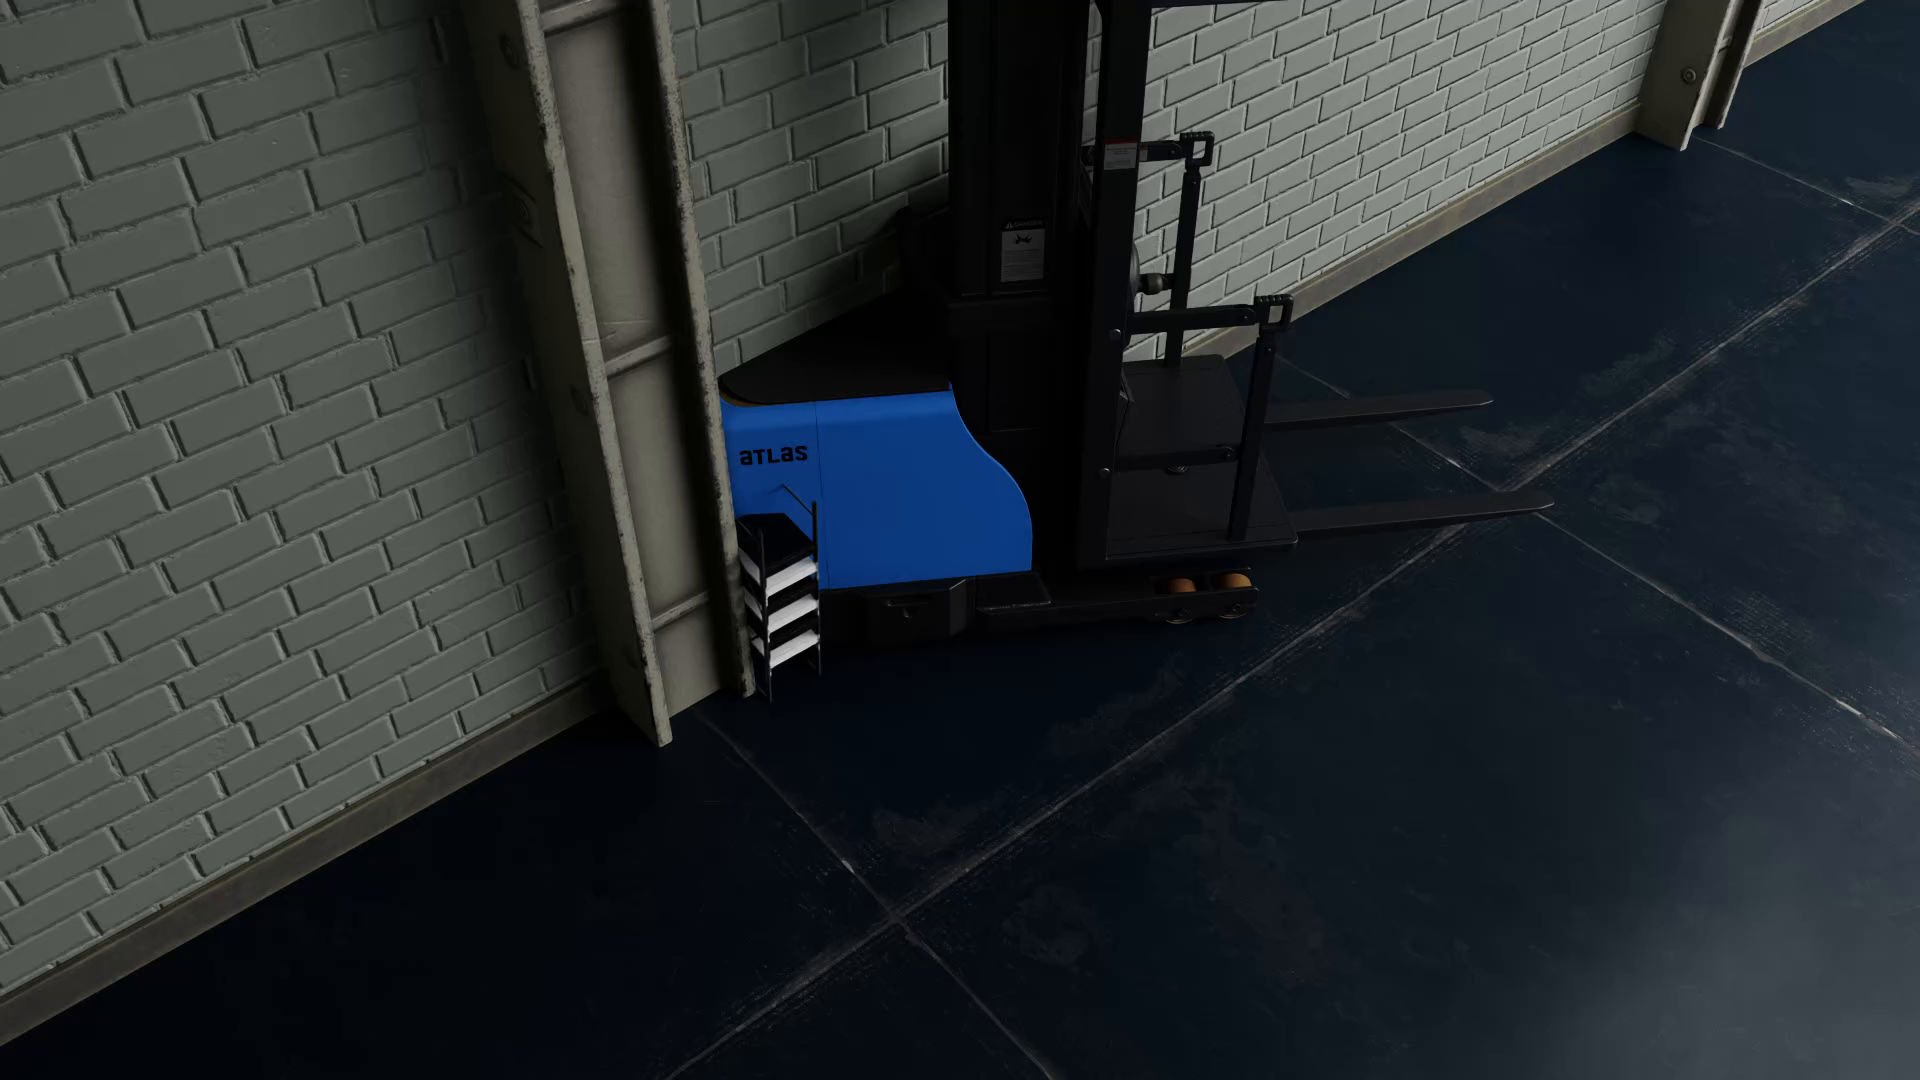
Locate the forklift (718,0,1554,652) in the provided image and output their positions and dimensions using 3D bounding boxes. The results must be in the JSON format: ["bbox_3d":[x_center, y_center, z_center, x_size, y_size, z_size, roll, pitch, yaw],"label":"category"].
[{"bbox_3d":[0.625,-1.125,5.307,3.031,2.935,1.130,-5,43,-6],"label":"forklift"}]

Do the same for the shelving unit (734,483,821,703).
[{"bbox_3d":[-0.619,0.171,5.478,0.210,0.900,0.258,-29,55,-27],"label":"shelving unit"}]

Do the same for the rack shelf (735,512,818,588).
[{"bbox_3d":[-0.607,0.009,5.306,0.200,0.077,0.258,-29,55,-27],"label":"rack shelf"}]

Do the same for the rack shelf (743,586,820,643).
[{"bbox_3d":[-0.620,0.193,5.503,0.200,0.077,0.258,-29,55,-27],"label":"rack shelf"}]

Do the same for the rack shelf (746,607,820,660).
[{"bbox_3d":[-0.625,0.255,5.568,0.200,0.077,0.258,-29,55,-27],"label":"rack shelf"}]

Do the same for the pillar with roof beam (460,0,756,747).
[{"bbox_3d":[1.816,-0.497,0.206,0.400,9.000,9.100,-30,51,-28],"label":"pillar with roof beam"}]

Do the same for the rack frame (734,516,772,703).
[{"bbox_3d":[-0.698,0.214,5.432,0.006,0.900,0.240,-29,55,-27],"label":"rack frame"}]

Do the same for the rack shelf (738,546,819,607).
[{"bbox_3d":[-0.611,0.071,5.371,0.200,0.077,0.258,-29,55,-27],"label":"rack shelf"}]

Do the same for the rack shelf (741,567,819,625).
[{"bbox_3d":[-0.616,0.132,5.437,0.200,0.077,0.258,-29,55,-27],"label":"rack shelf"}]

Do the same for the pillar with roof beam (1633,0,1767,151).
[{"bbox_3d":[6.418,-3.132,3.012,0.400,9.000,9.100,-30,51,-28],"label":"pillar with roof beam"}]

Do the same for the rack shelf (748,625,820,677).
[{"bbox_3d":[-0.629,0.316,5.634,0.200,0.077,0.258,-29,55,-27],"label":"rack shelf"}]

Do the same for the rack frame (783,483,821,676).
[{"bbox_3d":[-0.539,0.127,5.524,0.006,0.900,0.240,-29,55,-27],"label":"rack frame"}]
